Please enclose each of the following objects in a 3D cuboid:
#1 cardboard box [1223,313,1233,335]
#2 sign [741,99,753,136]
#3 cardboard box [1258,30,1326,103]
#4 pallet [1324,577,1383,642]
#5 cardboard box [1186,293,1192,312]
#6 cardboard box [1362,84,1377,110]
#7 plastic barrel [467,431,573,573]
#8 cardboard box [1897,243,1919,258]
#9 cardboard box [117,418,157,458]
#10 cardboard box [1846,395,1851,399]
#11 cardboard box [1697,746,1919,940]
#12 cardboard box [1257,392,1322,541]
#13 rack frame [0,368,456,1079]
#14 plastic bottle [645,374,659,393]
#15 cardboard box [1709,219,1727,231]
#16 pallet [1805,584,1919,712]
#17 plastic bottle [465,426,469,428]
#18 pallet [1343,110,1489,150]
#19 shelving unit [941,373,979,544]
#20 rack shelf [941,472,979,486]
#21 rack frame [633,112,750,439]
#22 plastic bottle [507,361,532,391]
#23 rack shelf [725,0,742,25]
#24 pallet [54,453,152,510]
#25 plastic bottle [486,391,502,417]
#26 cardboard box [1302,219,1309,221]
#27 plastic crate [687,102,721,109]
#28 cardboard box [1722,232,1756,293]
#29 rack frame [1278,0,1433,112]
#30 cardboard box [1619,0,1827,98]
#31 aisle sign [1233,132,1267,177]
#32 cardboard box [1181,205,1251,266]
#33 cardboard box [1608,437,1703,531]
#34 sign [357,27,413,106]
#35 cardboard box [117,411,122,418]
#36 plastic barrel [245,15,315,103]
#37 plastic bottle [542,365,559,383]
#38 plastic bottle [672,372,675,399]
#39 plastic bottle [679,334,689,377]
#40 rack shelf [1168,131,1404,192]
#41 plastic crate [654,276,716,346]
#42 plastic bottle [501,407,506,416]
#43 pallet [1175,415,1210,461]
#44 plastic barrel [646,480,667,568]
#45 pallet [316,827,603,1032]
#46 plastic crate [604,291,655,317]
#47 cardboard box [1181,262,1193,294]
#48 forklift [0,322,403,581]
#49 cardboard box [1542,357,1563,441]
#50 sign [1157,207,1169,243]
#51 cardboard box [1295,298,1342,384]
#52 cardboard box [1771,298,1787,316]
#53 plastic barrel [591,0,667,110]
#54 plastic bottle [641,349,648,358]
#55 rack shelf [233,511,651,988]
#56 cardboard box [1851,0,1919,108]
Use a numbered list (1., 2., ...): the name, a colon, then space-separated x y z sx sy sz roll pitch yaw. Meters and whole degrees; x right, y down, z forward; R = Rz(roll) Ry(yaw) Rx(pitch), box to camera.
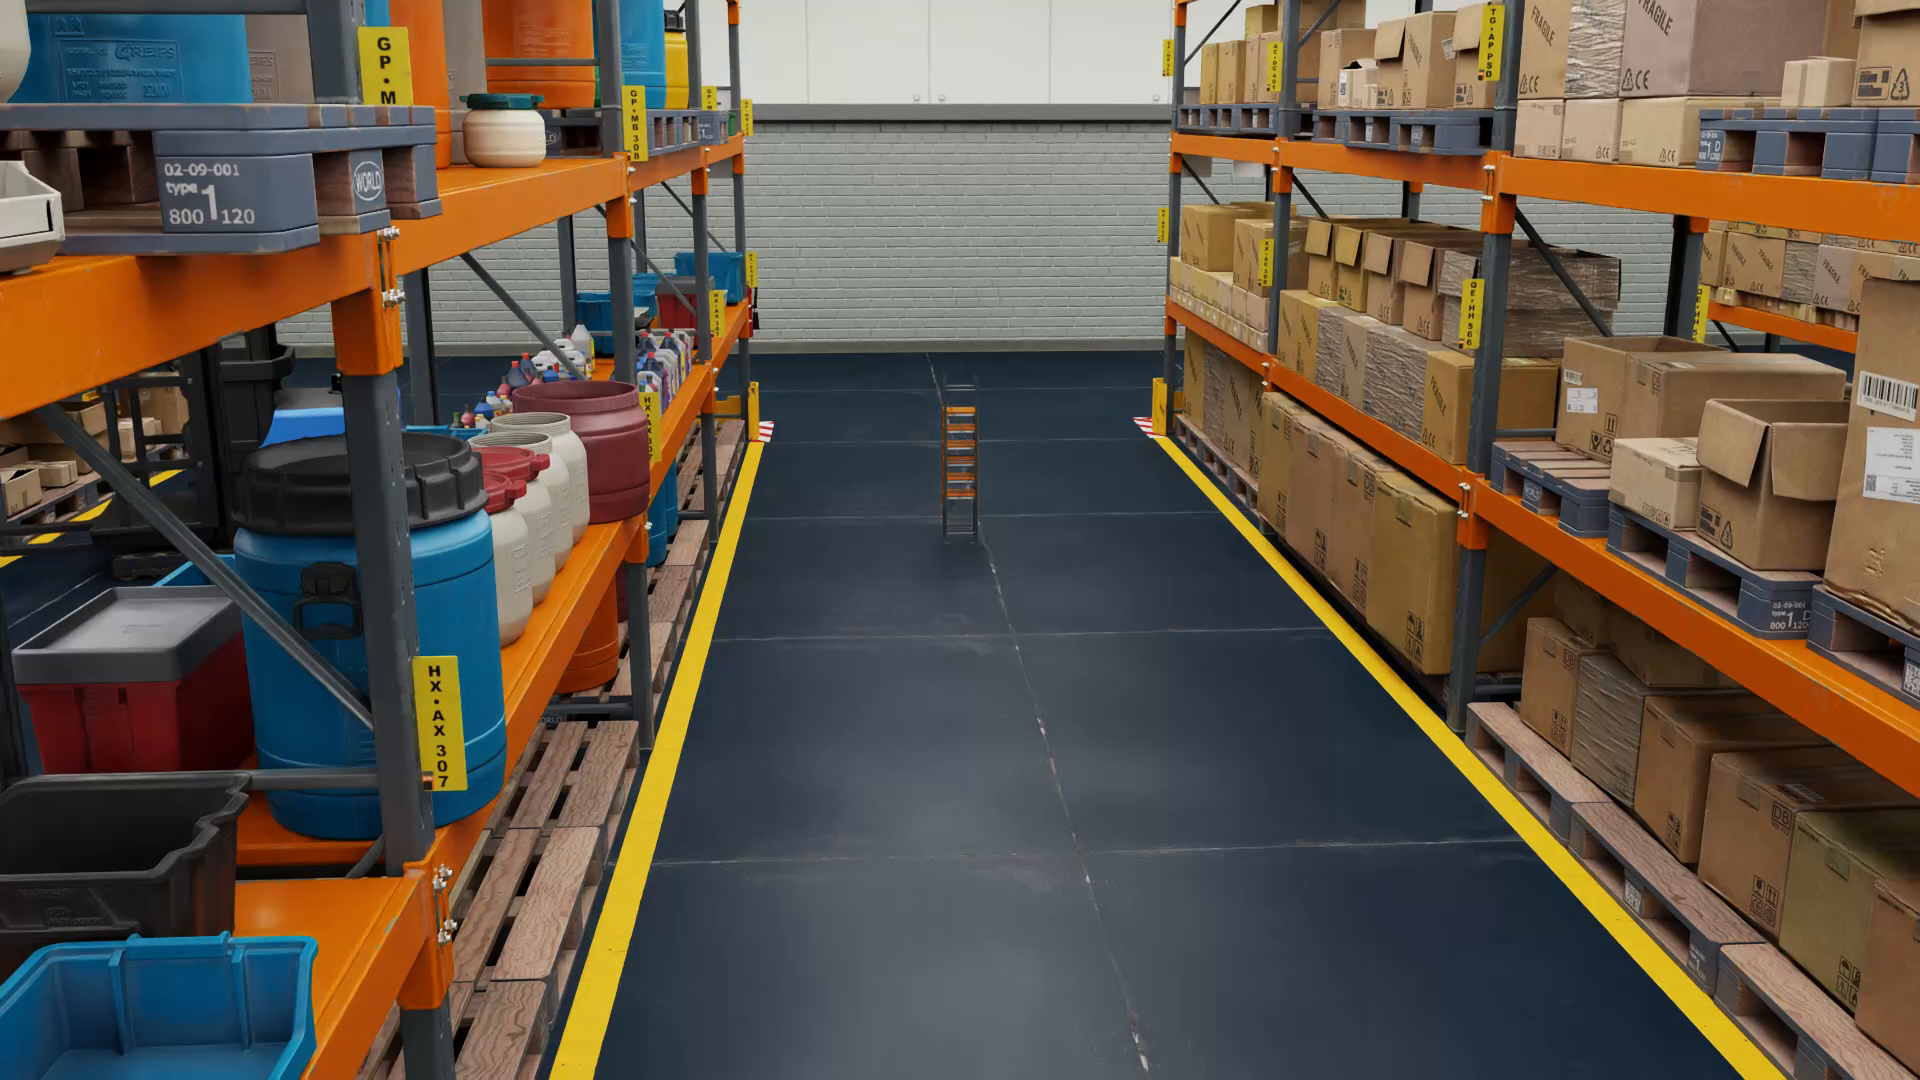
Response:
1. cardboard box: 2.296 -1.709 13.154 0.380 0.149 0.250 -1 14 -2
2. sign: -1.937 -3.837 15.110 0.100 0.325 0.005 -1 14 -3
3. cardboard box: 2.598 -3.451 12.155 0.700 0.500 0.500 -2 15 -7
4. pallet: 2.908 0.341 10.277 1.003 0.211 1.213 -1 14 -3
5. cardboard box: 2.202 -2.092 14.640 0.380 0.149 0.250 -1 14 -4
6. cardboard box: 2.649 -2.666 10.010 0.380 0.149 0.250 -1 15 -6
7. plastic barrel: -1.686 -0.130 6.287 0.421 0.512 0.421 0 14 0
8. cardboard box: 7.364 -2.345 12.317 0.500 0.500 0.500 -1 14 -5
9. cardboard box: -7.121 -0.860 13.986 0.500 0.250 0.500 -1 14 -3
10. cardboard box: 7.777 -1.144 14.139 0.380 0.149 0.250 -1 14 -3
11. cardboard box: 3.140 1.072 5.975 0.700 0.500 0.500 -2 15 -8
12. cardboard box: 2.766 -0.520 11.448 1.225 0.875 0.875 -1 14 -3
13. rack frame: -1.741 0.562 3.823 1.000 3.000 0.127 -1 14 -3
14. plastic bottle: -1.745 -0.800 9.373 0.097 0.271 0.097 0 14 0
15. cardboard box: 7.178 -3.111 15.295 0.500 0.500 0.500 -1 14 -4
16. pallet: 3.300 0.386 4.892 1.003 0.211 1.213 -1 14 -3
17. plastic bottle: -2.429 -0.460 8.192 0.097 0.201 0.097 0 14 0
18. pallet: 2.789 -2.308 9.336 1.003 0.211 1.213 0 14 -1
19. shelving unit: 0.001 -0.577 11.863 0.258 1.200 0.189 -1 14 -3
20. rack shelf: 0.001 -0.418 11.904 0.258 0.103 0.180 -1 14 -3
21. rack frame: -2.485 -2.423 15.422 1.000 3.000 0.127 -1 14 -3
22. plastic bottle: -2.479 -0.828 9.322 0.144 0.351 0.185 -1 14 -3
23. rack shelf: -2.361 -4.288 12.881 1.077 0.370 4.000 -1 14 -3
24. pallet: -7.301 -0.477 13.456 1.003 0.211 1.213 -1 14 -3
25. plastic bottle: -2.467 -0.648 8.783 0.097 0.271 0.097 0 14 0
26. cardboard box: 2.909 -2.185 12.696 0.500 0.500 0.500 -1 14 -3
27. plastic crate: -2.040 -3.130 12.416 0.497 0.269 0.590 -1 14 -3
28. cardboard box: 7.226 -2.494 14.904 0.500 0.500 0.500 -1 14 -3
29. rack frame: 2.706 -4.410 11.106 1.000 3.000 0.127 -1 14 -3
30. cardboard box: 2.793 -1.881 6.092 0.500 0.500 0.500 -1 14 -5
31. aisle sign: 2.753 -3.781 15.483 0.394 0.787 0.004 -1 14 -3
32. cardboard box: 2.250 -2.686 14.644 0.500 0.500 0.500 -1 14 -5
33. cardboard box: 2.828 -0.220 6.319 0.500 0.250 0.500 -1 14 -5
34. sign: -1.192 -0.901 3.471 0.100 0.325 0.005 -1 14 -3
35. cardboard box: -7.746 -1.070 15.004 0.380 0.149 0.250 -1 14 -3
36. plastic barrel: -2.030 -1.419 4.498 0.600 0.901 0.600 0 14 0
37. plastic bottle: -2.381 -0.881 9.689 0.097 0.271 0.097 0 14 0
38. plastic bottle: -1.793 -0.960 10.138 0.097 0.201 0.097 0 14 0
39. plastic bottle: -1.830 -1.221 10.988 0.061 0.283 0.133 -1 14 -3
40. rack shelf: 2.582 -3.106 13.502 1.077 0.370 4.000 -1 14 -3
41. plastic crate: -2.042 -1.714 12.419 0.402 0.464 0.583 -1 14 -3
42. plastic bottle: -2.474 -0.638 8.886 0.097 0.201 0.097 0 14 0
43. pallet: 2.586 -0.951 15.299 1.003 0.211 1.213 -1 14 -3
44. plastic barrel: -2.177 -0.303 10.554 0.600 0.901 0.708 -1 14 -3
45. pallet: -1.907 1.413 6.109 1.003 0.211 1.213 -1 14 -3
46. plastic crate: -2.698 -1.902 13.615 0.416 0.233 0.300 -1 14 -3
47. cardboard box: 2.258 -2.318 14.719 0.500 0.250 0.500 -1 14 -4
48. forklift: -5.386 -1.297 11.184 3.031 2.935 1.130 -5 15 -17
49. cardboard box: 3.196 -0.683 8.460 0.500 0.500 0.500 0 14 -2
50. sign: 1.904 -2.950 15.574 0.100 0.325 0.005 -1 14 -3
51. cardboard box: 2.517 -1.309 10.895 0.500 0.500 0.500 -1 14 -3
52. cardboard box: 7.261 -2.021 14.365 0.380 0.149 0.250 -1 14 -5
53. plastic barrel: -1.979 -2.905 9.427 0.600 0.901 0.708 -1 14 -3
54. plastic bottle: -1.960 -1.050 10.344 0.097 0.271 0.097 0 14 0
55. rack shelf: -1.865 0.413 5.846 1.077 0.370 4.000 -1 14 -3
56. cardboard box: 3.212 -1.573 5.052 0.797 0.503 0.637 0 14 -1
